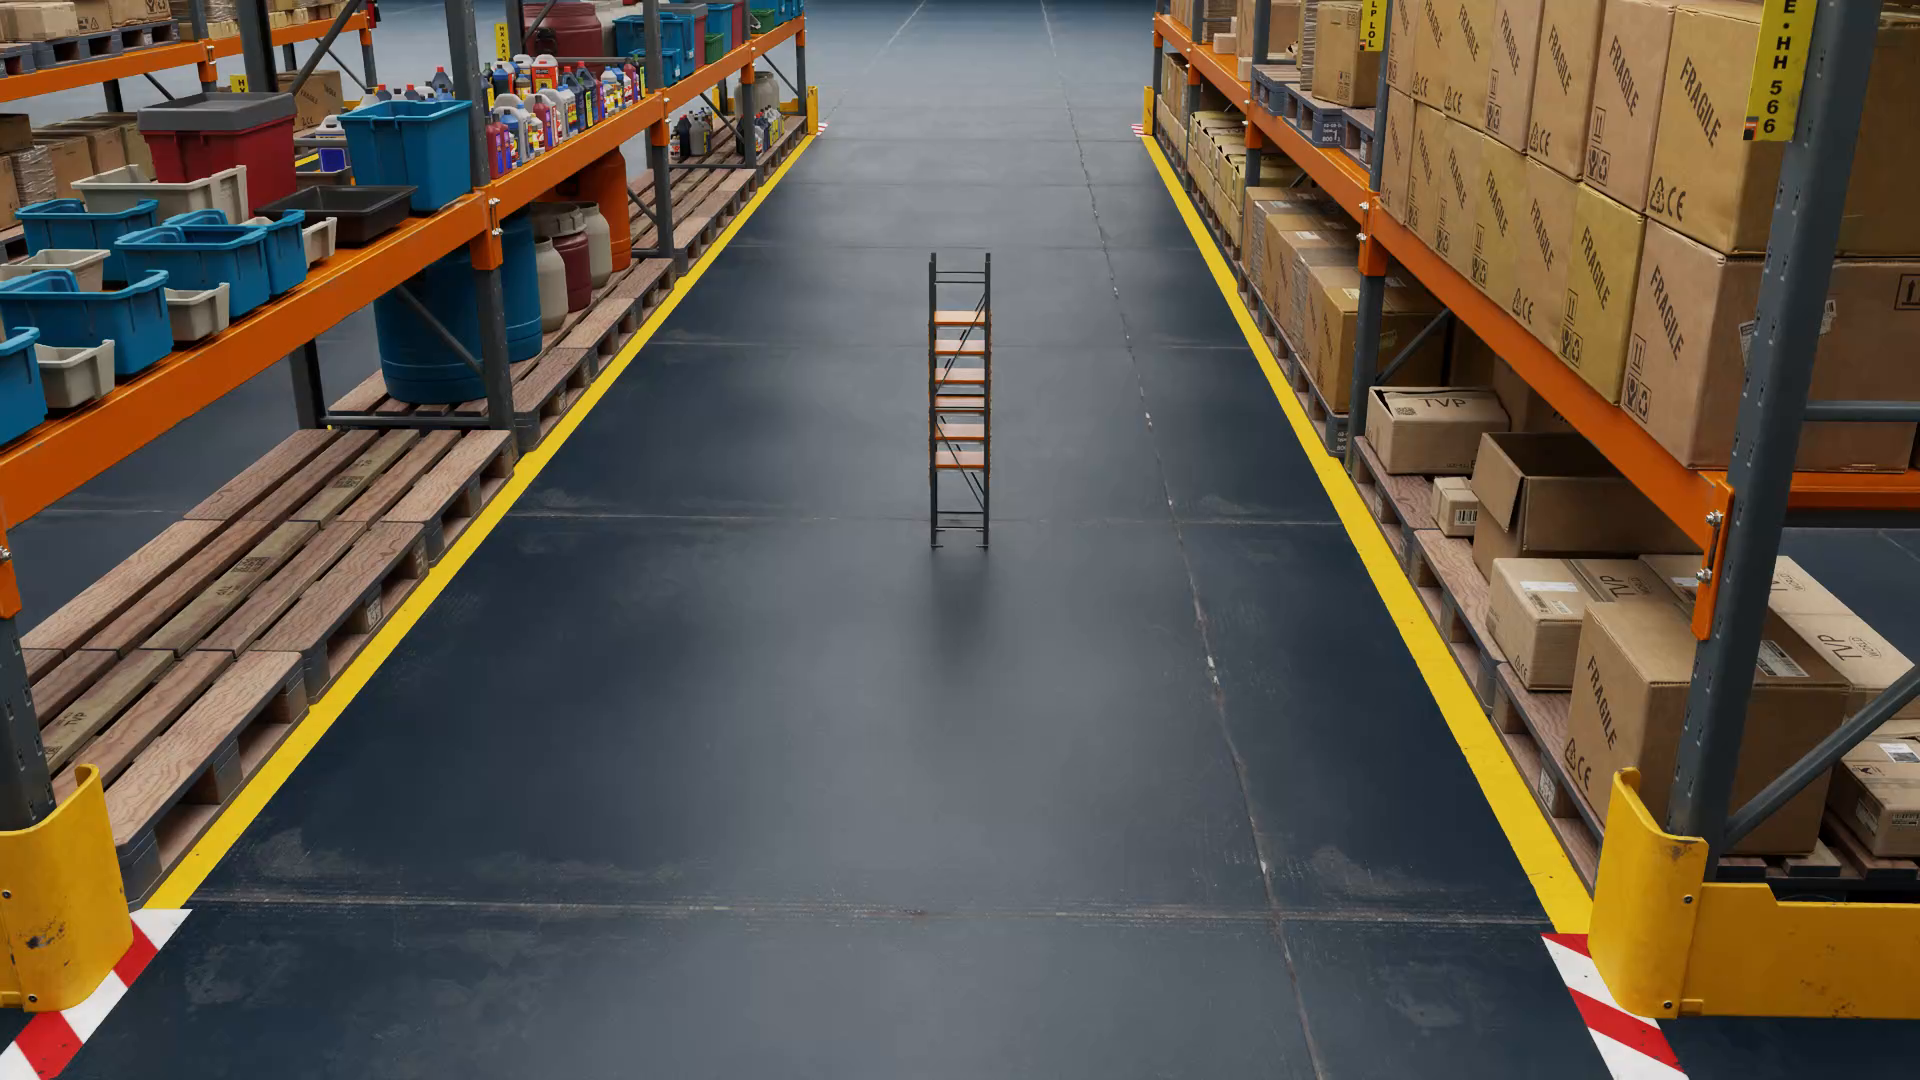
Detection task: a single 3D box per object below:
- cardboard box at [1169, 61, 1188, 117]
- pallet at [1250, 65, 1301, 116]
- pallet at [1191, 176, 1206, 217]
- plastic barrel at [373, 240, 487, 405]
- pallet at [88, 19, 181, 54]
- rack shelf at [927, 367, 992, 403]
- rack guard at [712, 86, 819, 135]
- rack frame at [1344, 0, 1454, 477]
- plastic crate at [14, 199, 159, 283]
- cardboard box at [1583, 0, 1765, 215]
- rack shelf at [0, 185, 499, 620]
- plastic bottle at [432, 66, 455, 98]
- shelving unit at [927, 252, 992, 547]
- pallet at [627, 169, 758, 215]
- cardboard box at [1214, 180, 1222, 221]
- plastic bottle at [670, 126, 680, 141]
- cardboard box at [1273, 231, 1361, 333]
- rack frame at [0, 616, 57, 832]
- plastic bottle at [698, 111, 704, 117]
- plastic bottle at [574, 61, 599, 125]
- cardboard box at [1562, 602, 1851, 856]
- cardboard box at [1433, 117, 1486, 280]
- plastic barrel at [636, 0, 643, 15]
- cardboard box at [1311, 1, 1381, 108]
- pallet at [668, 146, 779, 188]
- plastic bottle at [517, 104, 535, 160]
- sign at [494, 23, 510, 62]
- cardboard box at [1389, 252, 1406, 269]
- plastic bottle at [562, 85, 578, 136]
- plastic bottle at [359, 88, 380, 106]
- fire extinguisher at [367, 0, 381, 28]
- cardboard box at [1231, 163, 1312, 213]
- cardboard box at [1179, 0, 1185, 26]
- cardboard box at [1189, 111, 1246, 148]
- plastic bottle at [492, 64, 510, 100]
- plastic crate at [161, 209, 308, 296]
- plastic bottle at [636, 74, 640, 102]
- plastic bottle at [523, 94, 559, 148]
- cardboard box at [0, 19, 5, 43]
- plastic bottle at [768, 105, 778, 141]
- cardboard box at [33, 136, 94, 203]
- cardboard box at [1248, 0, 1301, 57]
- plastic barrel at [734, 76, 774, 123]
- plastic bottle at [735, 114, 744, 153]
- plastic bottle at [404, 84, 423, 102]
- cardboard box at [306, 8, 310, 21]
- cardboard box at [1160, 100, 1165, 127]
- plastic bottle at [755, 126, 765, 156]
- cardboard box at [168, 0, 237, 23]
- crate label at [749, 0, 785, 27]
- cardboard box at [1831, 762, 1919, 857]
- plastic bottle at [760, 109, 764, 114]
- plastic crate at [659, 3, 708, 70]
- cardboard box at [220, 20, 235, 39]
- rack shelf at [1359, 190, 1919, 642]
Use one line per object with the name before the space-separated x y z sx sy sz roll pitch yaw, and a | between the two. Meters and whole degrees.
cardboard box | 2.401 -4.581 16.873 0.500 0.500 0.500 1 21 2
pallet | 2.494 -2.824 10.425 1.213 0.211 1.003 1 21 2
pallet | 2.583 -3.038 14.568 1.003 0.211 1.213 1 21 2
plastic barrel | -2.594 -1.182 8.250 0.600 0.901 0.708 1 21 2
pallet | -7.504 -4.351 14.362 1.003 0.211 1.213 1 21 2
rack shelf | 0.000 -0.635 6.798 0.258 0.103 0.180 1 21 2
rack guard | -2.218 -4.914 19.002 1.175 0.500 0.348 1 21 2
rack frame | 2.323 -1.713 7.296 1.000 3.000 0.127 1 21 2
plastic crate | -2.943 -1.017 5.653 0.416 0.233 0.300 1 21 2
cardboard box | 1.954 -1.126 4.263 0.500 0.500 0.500 1 21 3
rack shelf | -2.689 -0.710 5.706 1.077 0.370 4.000 1 21 2
plastic bottle | -2.894 -2.480 9.341 0.144 0.351 0.185 1 21 2
shelving unit | 0.000 -0.565 6.825 0.258 1.200 0.189 1 21 2
pallet | -2.370 -3.077 14.666 1.003 0.211 1.213 1 21 2
cardboard box | 2.247 -2.634 12.891 0.500 0.250 0.500 1 21 3
plastic bottle | -2.700 -3.777 15.764 0.061 0.283 0.133 2 21 4
cardboard box | 2.104 -1.478 9.538 0.500 0.500 0.500 0 21 0
rack frame | -2.750 -0.322 3.713 1.000 3.000 0.127 1 21 2
plastic bottle | -2.643 -4.228 16.943 0.097 0.271 0.097 0 21 0
plastic bottle | -2.173 -2.570 9.575 0.144 0.351 0.185 1 21 2
cardboard box | 1.972 0.495 4.455 0.500 0.500 0.500 1 21 2
cardboard box | 2.005 -1.212 5.867 0.500 0.500 0.500 1 21 1
plastic barrel | -2.655 -4.116 13.301 0.433 0.535 0.433 0 21 0
cardboard box | 2.315 -2.594 8.850 0.700 0.500 0.500 -5 22 -12
pallet | -2.323 -3.603 16.024 1.003 0.211 1.213 1 21 2
plastic bottle | -2.191 -2.046 8.332 0.097 0.271 0.097 0 21 0
sign | -3.056 -3.294 11.147 0.100 0.325 0.005 1 21 2
cardboard box | 2.609 -1.298 9.075 0.500 0.500 0.500 1 21 2
plastic bottle | -2.164 -2.367 9.161 0.097 0.271 0.097 0 21 0
plastic bottle | -2.927 -2.081 8.315 0.144 0.351 0.185 1 21 2
fire extinguisher | -6.750 -6.162 18.870 0.296 0.674 0.183 1 21 2
cardboard box | 2.214 -2.526 11.838 0.500 0.311 0.500 1 21 3
cardboard box | 2.629 -5.560 17.073 0.700 0.500 0.500 1 21 2
cardboard box | 2.305 -3.634 14.693 0.500 0.311 0.500 1 21 2
plastic bottle | -2.827 -2.792 10.256 0.097 0.271 0.097 0 21 0
plastic crate | -2.364 -0.942 5.459 0.416 0.233 0.300 1 21 2
plastic bottle | -2.114 -2.930 10.707 0.097 0.201 0.097 0 21 0
plastic bottle | -2.205 -2.209 8.746 0.152 0.276 0.135 1 21 2
cardboard box | -7.564 -3.910 12.241 0.700 0.500 0.500 4 22 10
plastic bottle | -1.921 -4.208 16.780 0.144 0.351 0.185 2 21 4
cardboard box | -7.442 -2.957 13.351 0.700 0.500 0.500 2 21 6
cardboard box | 2.479 -3.812 12.569 0.500 0.500 0.500 0 21 -1
plastic barrel | -2.222 -4.723 17.914 0.421 0.512 0.421 0 21 0
plastic bottle | -2.089 -3.920 16.039 0.144 0.351 0.185 1 21 2
plastic bottle | -2.777 -2.147 8.483 0.144 0.351 0.185 1 21 2
cardboard box | -7.038 -5.487 17.371 0.380 0.149 0.250 1 21 2
cardboard box | 2.438 -4.593 17.940 0.500 0.250 0.500 1 21 2
plastic bottle | -1.954 -3.824 15.894 0.152 0.276 0.135 1 21 4
cardboard box | -7.260 -5.063 15.381 0.875 0.500 0.500 1 21 2
crate label | -2.049 -5.455 16.893 0.502 0.435 0.616 1 21 2
cardboard box | 2.558 0.710 4.385 0.380 0.149 0.250 1 21 2
plastic bottle | -2.022 -4.287 17.079 0.061 0.283 0.133 1 21 2
plastic crate | -2.151 -3.825 12.653 0.402 0.464 0.583 1 21 2
cardboard box | -7.008 -4.763 15.505 0.380 0.149 0.250 1 21 2
rack shelf | 2.262 -0.654 5.562 1.077 0.370 4.000 1 21 2
